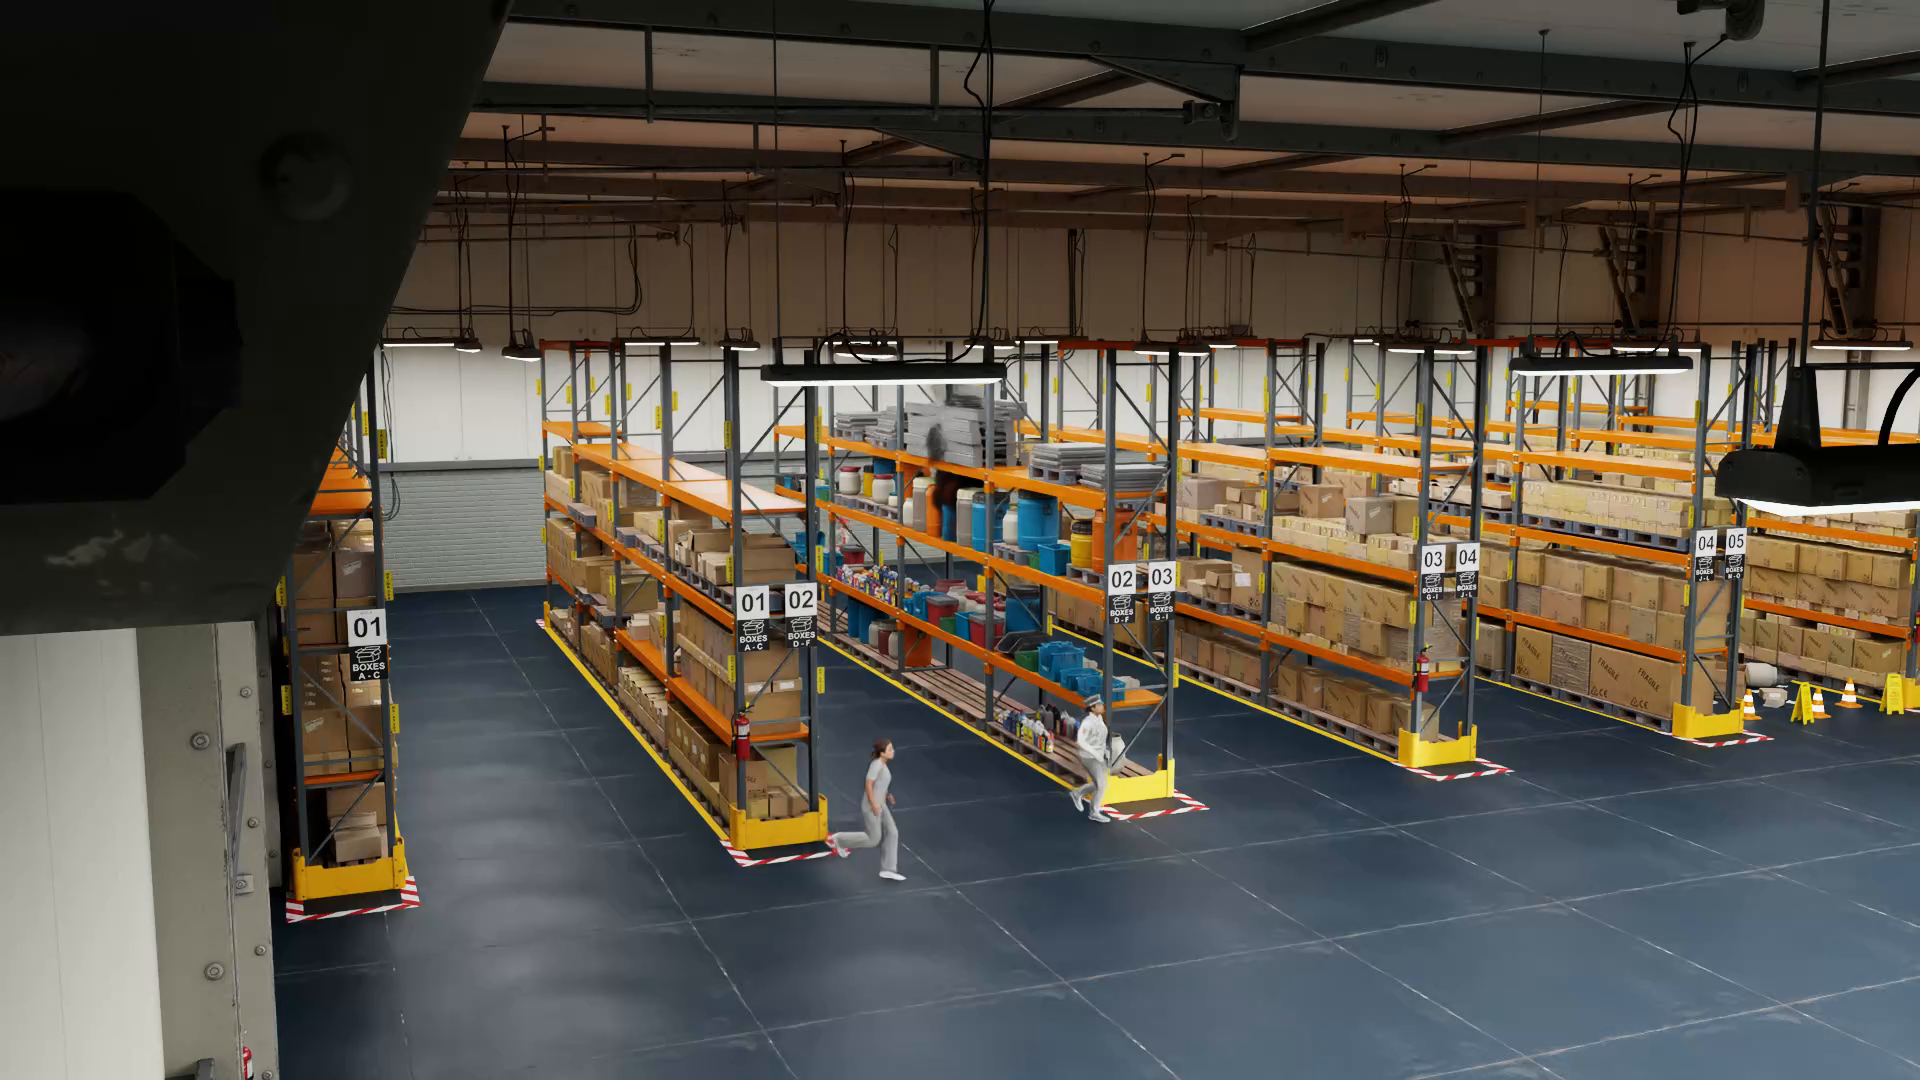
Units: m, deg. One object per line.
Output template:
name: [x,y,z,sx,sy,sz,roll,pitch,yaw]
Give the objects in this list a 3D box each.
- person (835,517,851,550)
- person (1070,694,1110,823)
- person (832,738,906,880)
person: [-2.833,0.332,39.700,0.603,1.763,0.829,1,8,11]
person: [1.637,2.765,21.201,0.574,1.667,0.633,4,8,25]
person: [-1.038,3.082,19.057,0.858,1.649,0.571,1,8,10]
